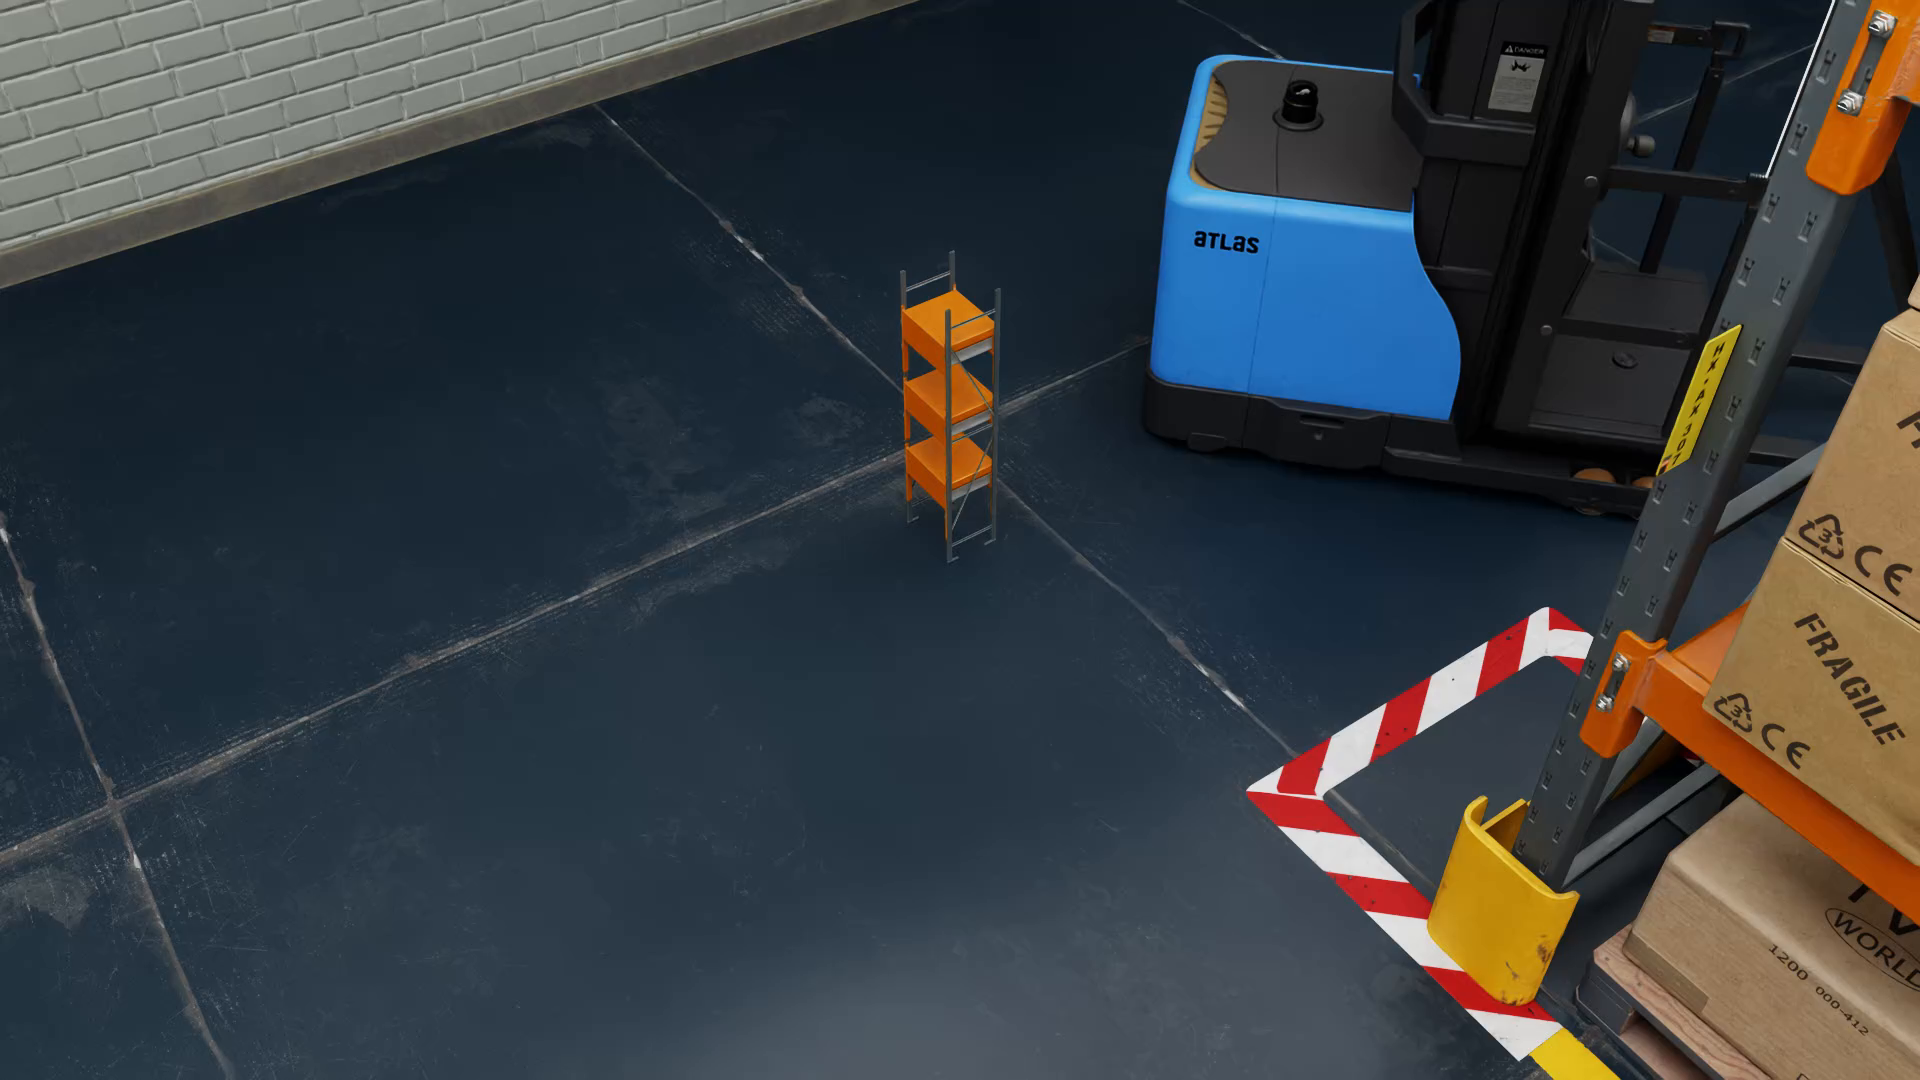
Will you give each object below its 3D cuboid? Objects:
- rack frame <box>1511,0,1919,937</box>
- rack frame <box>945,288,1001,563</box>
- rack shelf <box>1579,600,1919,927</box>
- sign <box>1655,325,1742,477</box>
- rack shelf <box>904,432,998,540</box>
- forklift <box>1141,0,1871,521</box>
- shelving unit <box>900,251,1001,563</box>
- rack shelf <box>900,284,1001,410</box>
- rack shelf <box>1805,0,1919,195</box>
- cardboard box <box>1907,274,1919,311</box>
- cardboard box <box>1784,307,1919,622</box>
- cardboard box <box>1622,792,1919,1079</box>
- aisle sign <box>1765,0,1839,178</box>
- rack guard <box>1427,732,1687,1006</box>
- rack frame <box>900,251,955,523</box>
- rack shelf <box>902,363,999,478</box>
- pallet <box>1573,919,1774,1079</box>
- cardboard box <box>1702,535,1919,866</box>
[{"bbox_3d":[1.863,-0.135,3.719,1.000,3.000,0.127,-26,49,-24],"label":"rack frame"},{"bbox_3d":[0.039,-0.341,5.347,0.200,1.050,0.008,-26,49,-24],"label":"rack frame"},{"bbox_3d":[3.007,1.258,2.781,1.077,0.370,4.000,-26,49,-24],"label":"rack shelf"},{"bbox_3d":[1.404,-0.261,3.167,0.100,0.325,0.005,-26,49,-24],"label":"sign"},{"bbox_3d":[-0.031,-0.201,5.618,0.215,0.259,0.240,-26,49,-24],"label":"rack shelf"},{"bbox_3d":[2.237,-1.523,5.223,3.031,2.935,1.130,9,44,9],"label":"forklift"},{"bbox_3d":[-0.031,-0.410,5.419,0.215,1.050,0.252,-26,49,-24],"label":"shelving unit"},{"bbox_3d":[-0.031,-0.608,5.231,0.215,0.259,0.240,-26,49,-24],"label":"rack shelf"},{"bbox_3d":[3.007,0.173,1.745,1.077,0.370,4.000,-26,49,-24],"label":"rack shelf"},{"bbox_3d":[1.839,-0.457,2.790,0.380,0.149,0.250,-25,49,-24],"label":"cardboard box"},{"bbox_3d":[1.904,-0.148,2.937,0.500,0.500,0.500,-27,50,-25],"label":"cardboard box"},{"bbox_3d":[2.322,0.974,4.109,0.875,0.438,0.875,-27,50,-26],"label":"cardboard box"},{"bbox_3d":[1.584,-1.002,2.744,0.394,0.787,0.004,-26,49,-24],"label":"aisle sign"},{"bbox_3d":[1.849,0.755,4.597,1.175,0.500,0.348,-26,49,-24],"label":"rack guard"},{"bbox_3d":[-0.100,-0.479,5.492,0.200,1.050,0.008,-26,49,-24],"label":"rack frame"},{"bbox_3d":[-0.031,-0.402,5.427,0.215,0.259,0.240,-26,49,-24],"label":"rack shelf"},{"bbox_3d":[2.384,1.296,4.240,1.003,0.211,1.213,-26,49,-24],"label":"pallet"},{"bbox_3d":[1.902,0.214,3.281,0.500,0.500,0.500,-26,49,-25],"label":"cardboard box"}]
